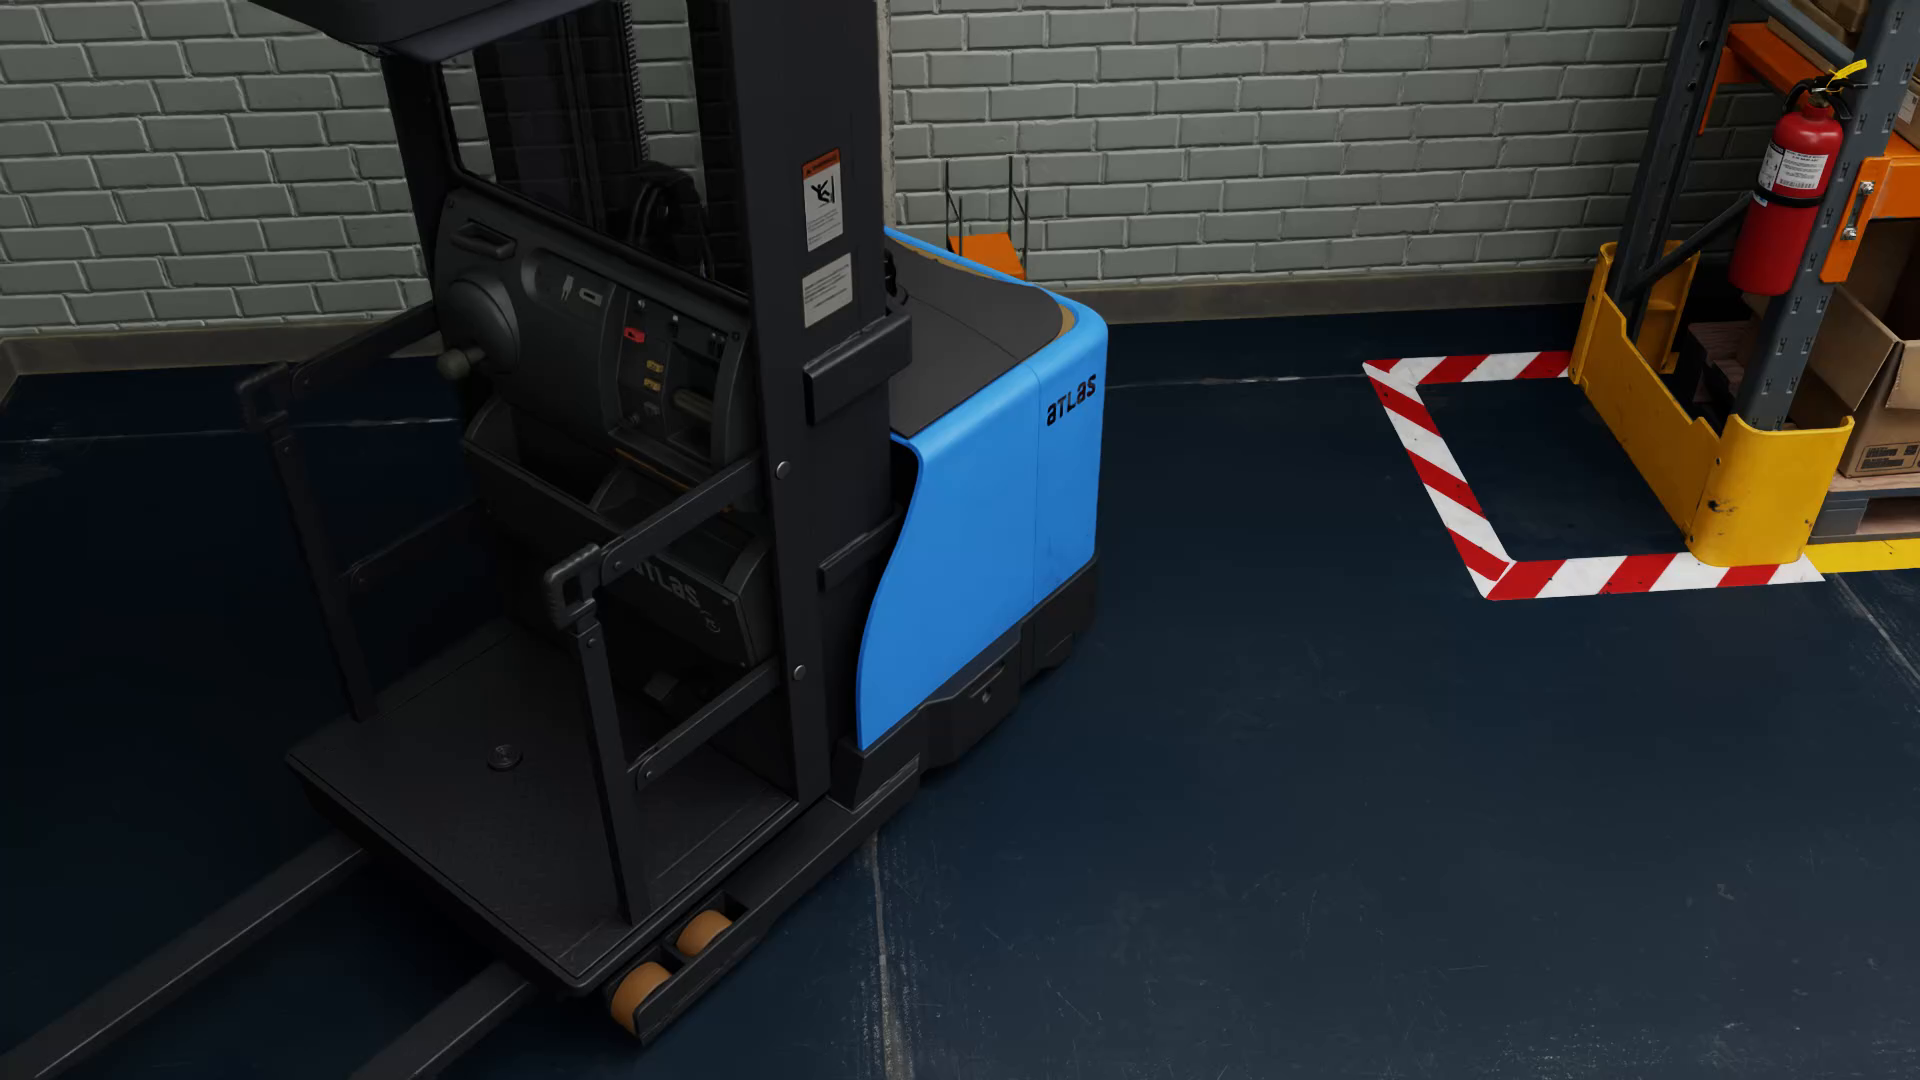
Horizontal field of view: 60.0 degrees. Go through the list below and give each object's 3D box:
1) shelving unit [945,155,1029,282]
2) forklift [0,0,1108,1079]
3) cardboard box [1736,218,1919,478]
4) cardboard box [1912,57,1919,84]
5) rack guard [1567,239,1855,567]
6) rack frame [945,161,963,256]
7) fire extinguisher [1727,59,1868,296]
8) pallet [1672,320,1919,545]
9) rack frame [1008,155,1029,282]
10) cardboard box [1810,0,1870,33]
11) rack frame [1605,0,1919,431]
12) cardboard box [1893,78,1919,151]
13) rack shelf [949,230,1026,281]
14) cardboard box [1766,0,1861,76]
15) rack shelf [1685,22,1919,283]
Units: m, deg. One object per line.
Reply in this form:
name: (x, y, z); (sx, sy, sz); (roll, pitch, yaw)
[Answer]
shelving unit: (0.073, -0.529, 4.952); (0.189, 1.200, 0.258); (-6, 39, -8)
forklift: (-0.922, -0.368, 3.350); (1.130, 2.935, 3.031); (27, 45, 30)
cardboard box: (2.955, -0.616, 5.285); (0.637, 0.503, 0.797); (-5, 39, -6)
cardboard box: (2.813, -1.372, 4.448); (0.500, 0.250, 0.500); (-3, 38, -4)
rack guard: (2.413, -0.478, 5.453); (0.348, 0.500, 1.175); (-3, 38, -4)
rack frame: (-0.017, -0.519, 4.940); (0.006, 1.200, 0.240); (-6, 39, -8)
fire extinguisher: (2.232, -0.986, 4.441); (0.183, 0.674, 0.296); (-3, 38, -4)
pallet: (3.207, -0.409, 5.599); (1.213, 0.211, 1.003); (-3, 38, -4)
rack frame: (0.163, -0.539, 4.965); (0.006, 1.200, 0.240); (-6, 39, -8)
cardboard box: (2.772, -1.702, 4.867); (0.500, 0.250, 0.500); (-2, 38, -3)
rack frame: (2.338, -1.456, 4.673); (0.127, 3.000, 1.000); (-3, 38, -4)
cardboard box: (2.689, -1.206, 4.559); (0.250, 0.149, 0.380); (-3, 38, -4)
rack shelf: (0.073, -0.777, 4.757); (0.180, 0.103, 0.258); (-6, 39, -8)
cardboard box: (2.644, -1.541, 4.984); (0.250, 0.149, 0.380); (-4, 38, -4)
rack shelf: (4.330, -1.283, 5.035); (4.000, 0.370, 1.077); (-3, 38, -4)
